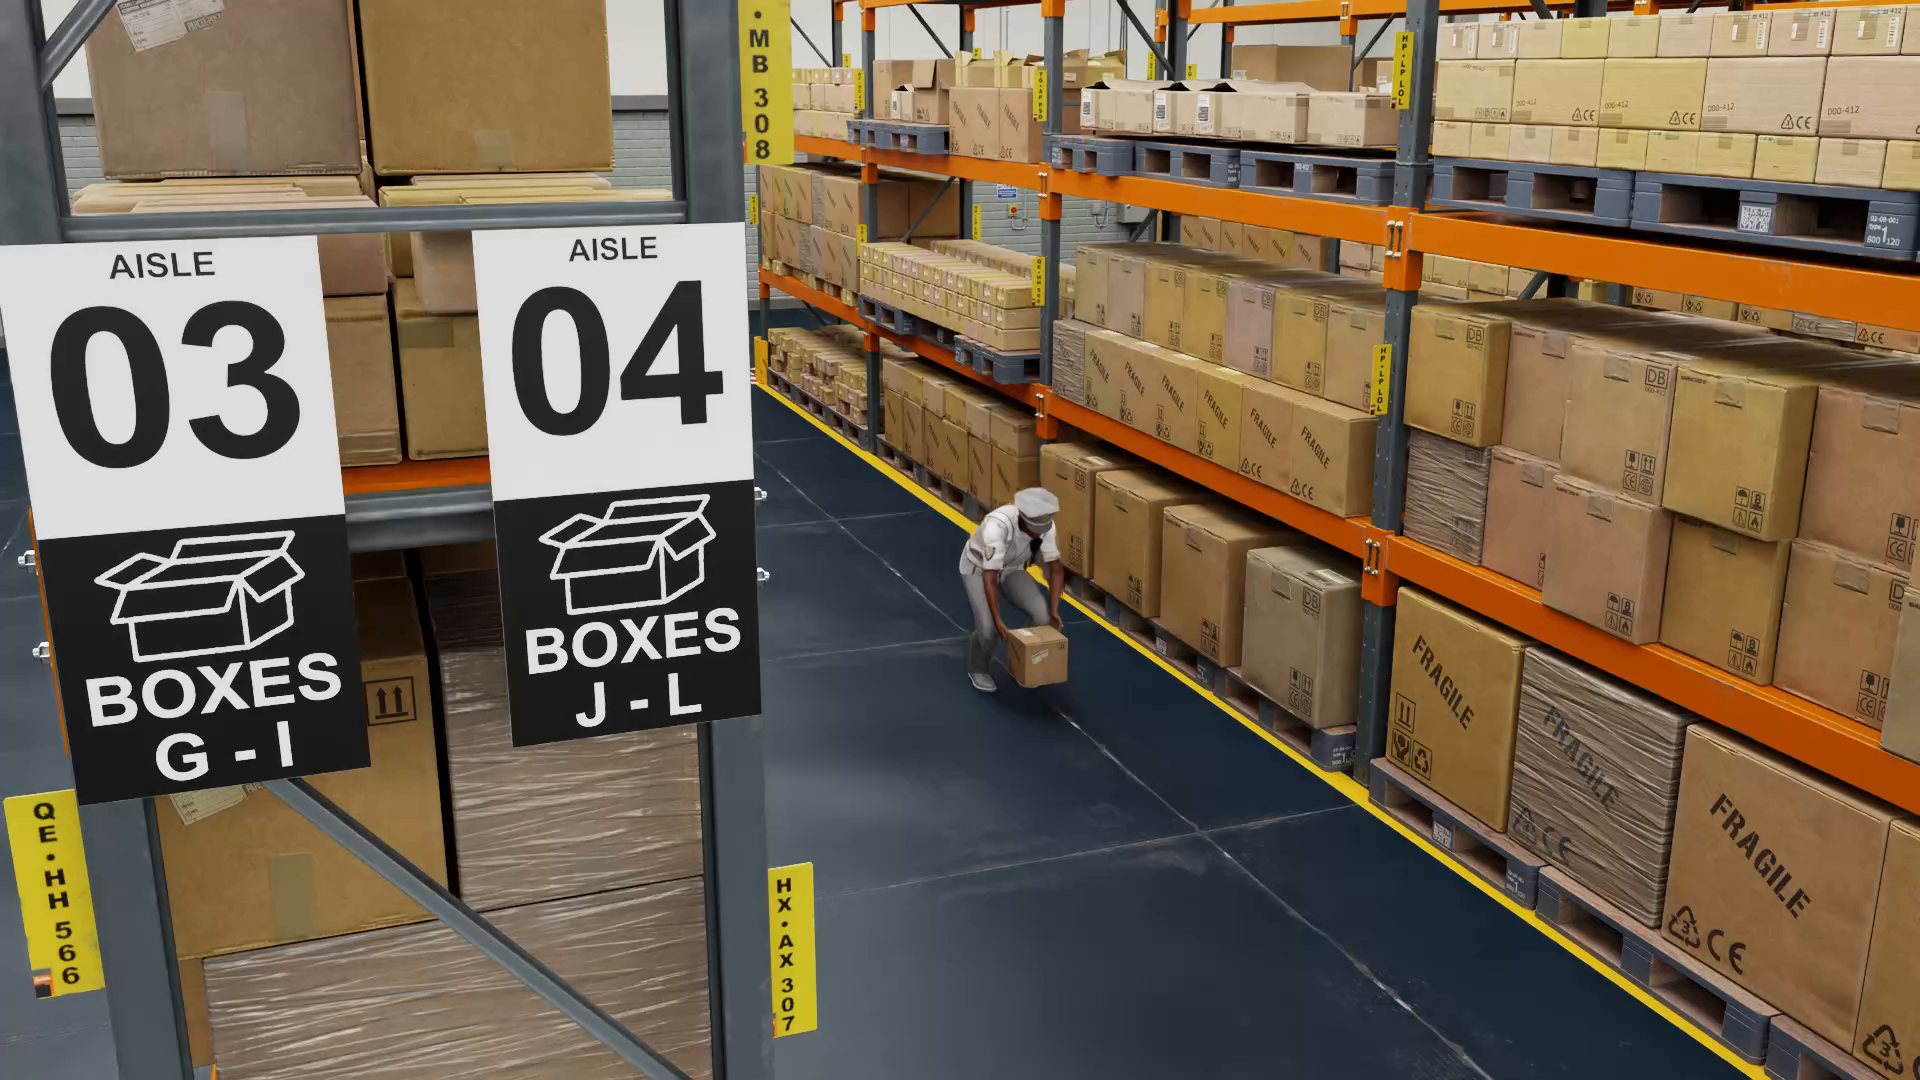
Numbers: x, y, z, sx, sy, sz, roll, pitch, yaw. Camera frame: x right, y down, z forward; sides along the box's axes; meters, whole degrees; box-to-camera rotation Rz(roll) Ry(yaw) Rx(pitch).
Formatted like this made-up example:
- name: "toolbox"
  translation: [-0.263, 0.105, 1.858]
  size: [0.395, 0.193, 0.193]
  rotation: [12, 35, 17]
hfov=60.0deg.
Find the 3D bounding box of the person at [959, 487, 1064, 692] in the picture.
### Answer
- name: "person"
  translation: [0.309, 0.259, 9.433]
  size: [0.502, 1.222, 0.787]
  rotation: [-6, 17, -20]
